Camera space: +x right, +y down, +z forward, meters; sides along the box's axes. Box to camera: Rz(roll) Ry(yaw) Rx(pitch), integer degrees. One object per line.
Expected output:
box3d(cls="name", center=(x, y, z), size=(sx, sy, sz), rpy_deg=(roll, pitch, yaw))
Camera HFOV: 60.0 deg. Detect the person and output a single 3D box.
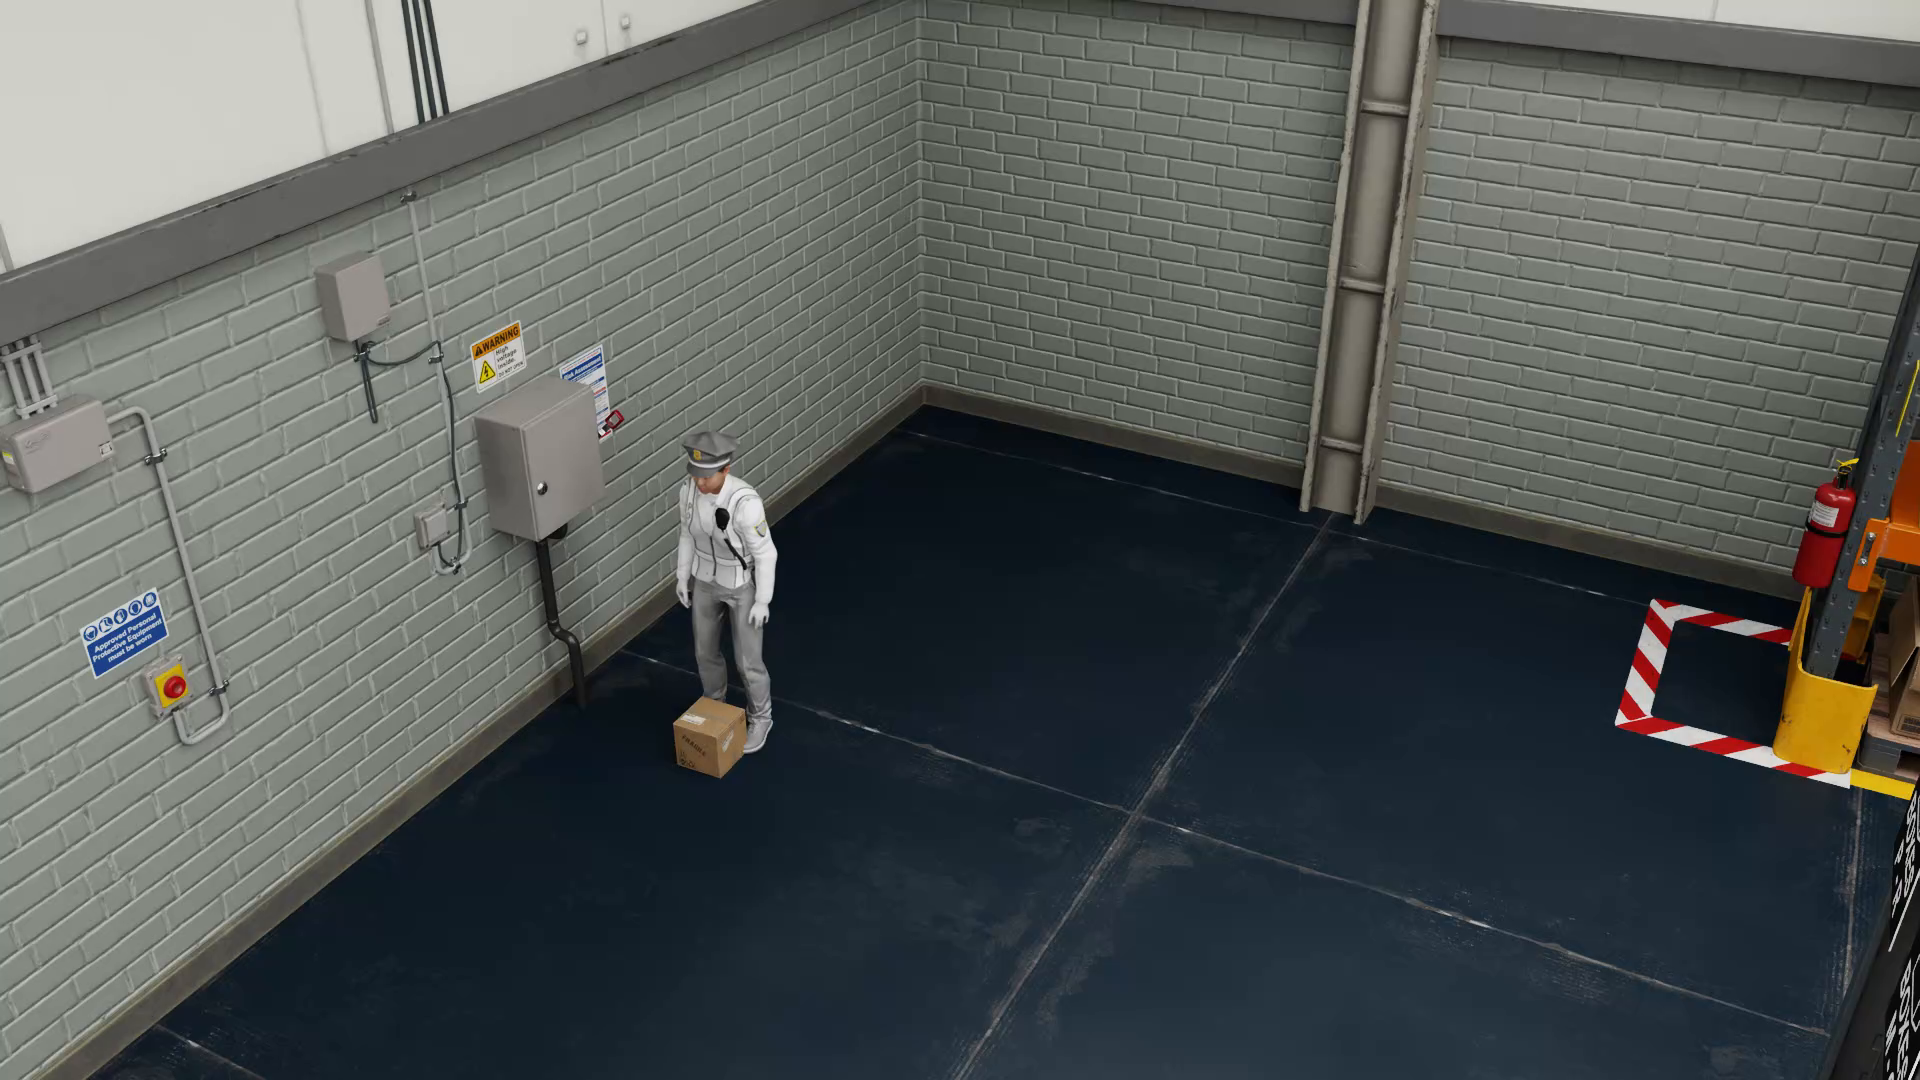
box3d(cls="person", center=(-1.103, 0.318, 7.934), size=(0.528, 1.464, 0.358), rpy_deg=(15, 33, 23))
